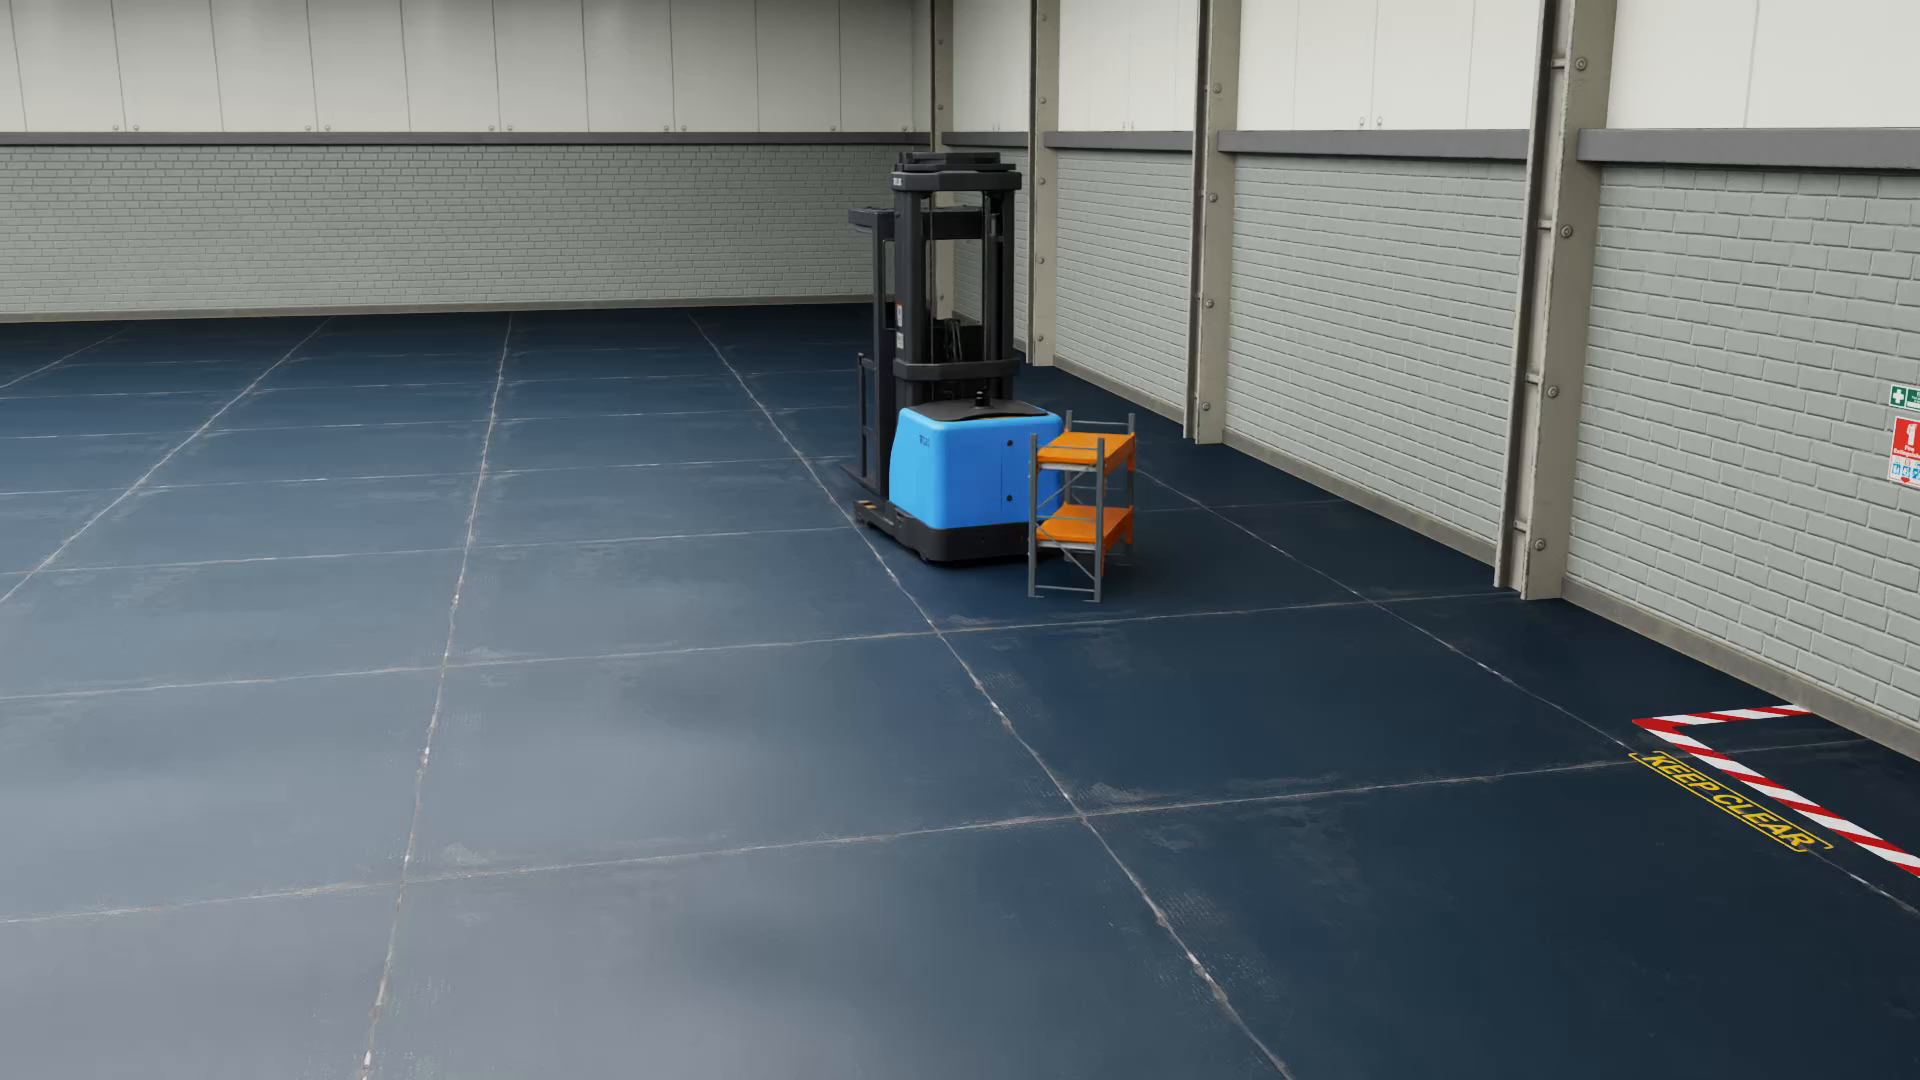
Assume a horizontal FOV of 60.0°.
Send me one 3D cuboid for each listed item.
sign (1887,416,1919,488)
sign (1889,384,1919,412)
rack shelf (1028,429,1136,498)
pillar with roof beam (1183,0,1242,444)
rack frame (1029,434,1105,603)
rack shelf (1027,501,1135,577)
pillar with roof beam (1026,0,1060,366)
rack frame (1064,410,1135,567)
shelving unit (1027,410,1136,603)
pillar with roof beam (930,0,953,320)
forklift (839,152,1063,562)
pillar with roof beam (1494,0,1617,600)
[{"bbox_3d":[4.763,-0.443,8.345,0.001,0.329,0.234,-3,14,-13],"label":"sign"},{"bbox_3d":[4.756,-0.699,8.276,0.001,0.109,0.331,-3,14,-13],"label":"sign"},{"bbox_3d":[0.860,-0.541,11.538,0.538,0.278,1.000,4,14,17],"label":"rack shelf"},{"bbox_3d":[-1.667,-5.163,15.099,9.100,9.000,0.400,-3,14,-13],"label":"pillar with roof beam"},{"bbox_3d":[0.711,-0.141,11.136,0.500,1.125,0.032,4,14,17],"label":"rack frame"},{"bbox_3d":[0.860,-0.019,11.665,0.538,0.278,1.000,4,14,17],"label":"rack shelf"},{"bbox_3d":[-3.076,-6.547,20.764,9.100,9.000,0.400,-3,14,-13],"label":"pillar with roof beam"},{"bbox_3d":[1.010,-0.372,12.079,0.500,1.125,0.032,4,14,17],"label":"rack frame"},{"bbox_3d":[0.860,-0.257,11.607,0.538,1.125,1.048,4,14,17],"label":"shelving unit"},{"bbox_3d":[-4.485,-7.931,26.430,9.100,9.000,0.400,-3,14,-13],"label":"pillar with roof beam"},{"bbox_3d":[-0.227,-1.572,13.187,1.130,2.935,3.031,-5,15,-20],"label":"forklift"},{"bbox_3d":[-0.257,-3.779,9.433,9.100,9.000,0.400,-3,14,-13],"label":"pillar with roof beam"}]
